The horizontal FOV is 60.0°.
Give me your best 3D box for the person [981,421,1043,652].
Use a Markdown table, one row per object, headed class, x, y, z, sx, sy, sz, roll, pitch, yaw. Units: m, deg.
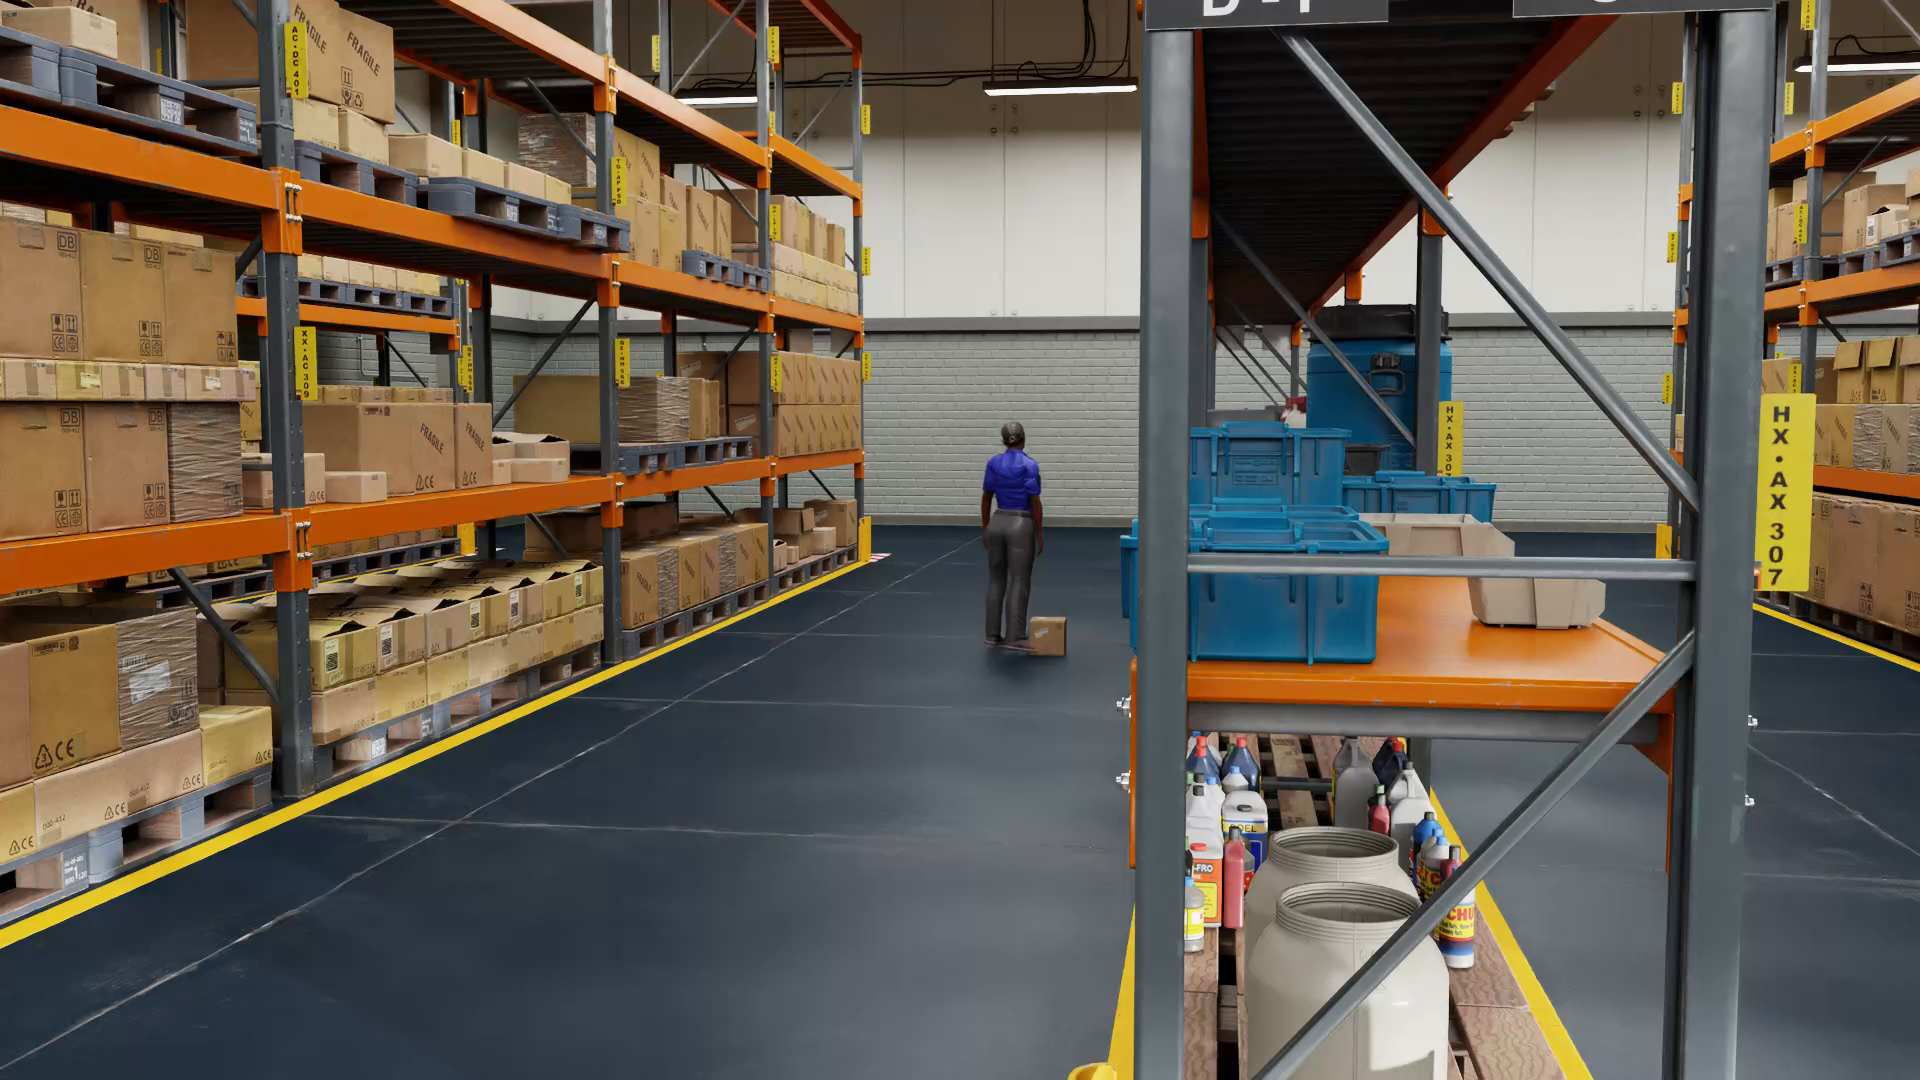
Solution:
| class | x | y | z | sx | sy | sz | roll | pitch | yaw |
| --- | --- | --- | --- | --- | --- | --- | --- | --- | --- |
| person | 0.388 | -0.035 | 12.085 | 0.574 | 1.661 | 0.405 | 3 | 6 | 36 |
